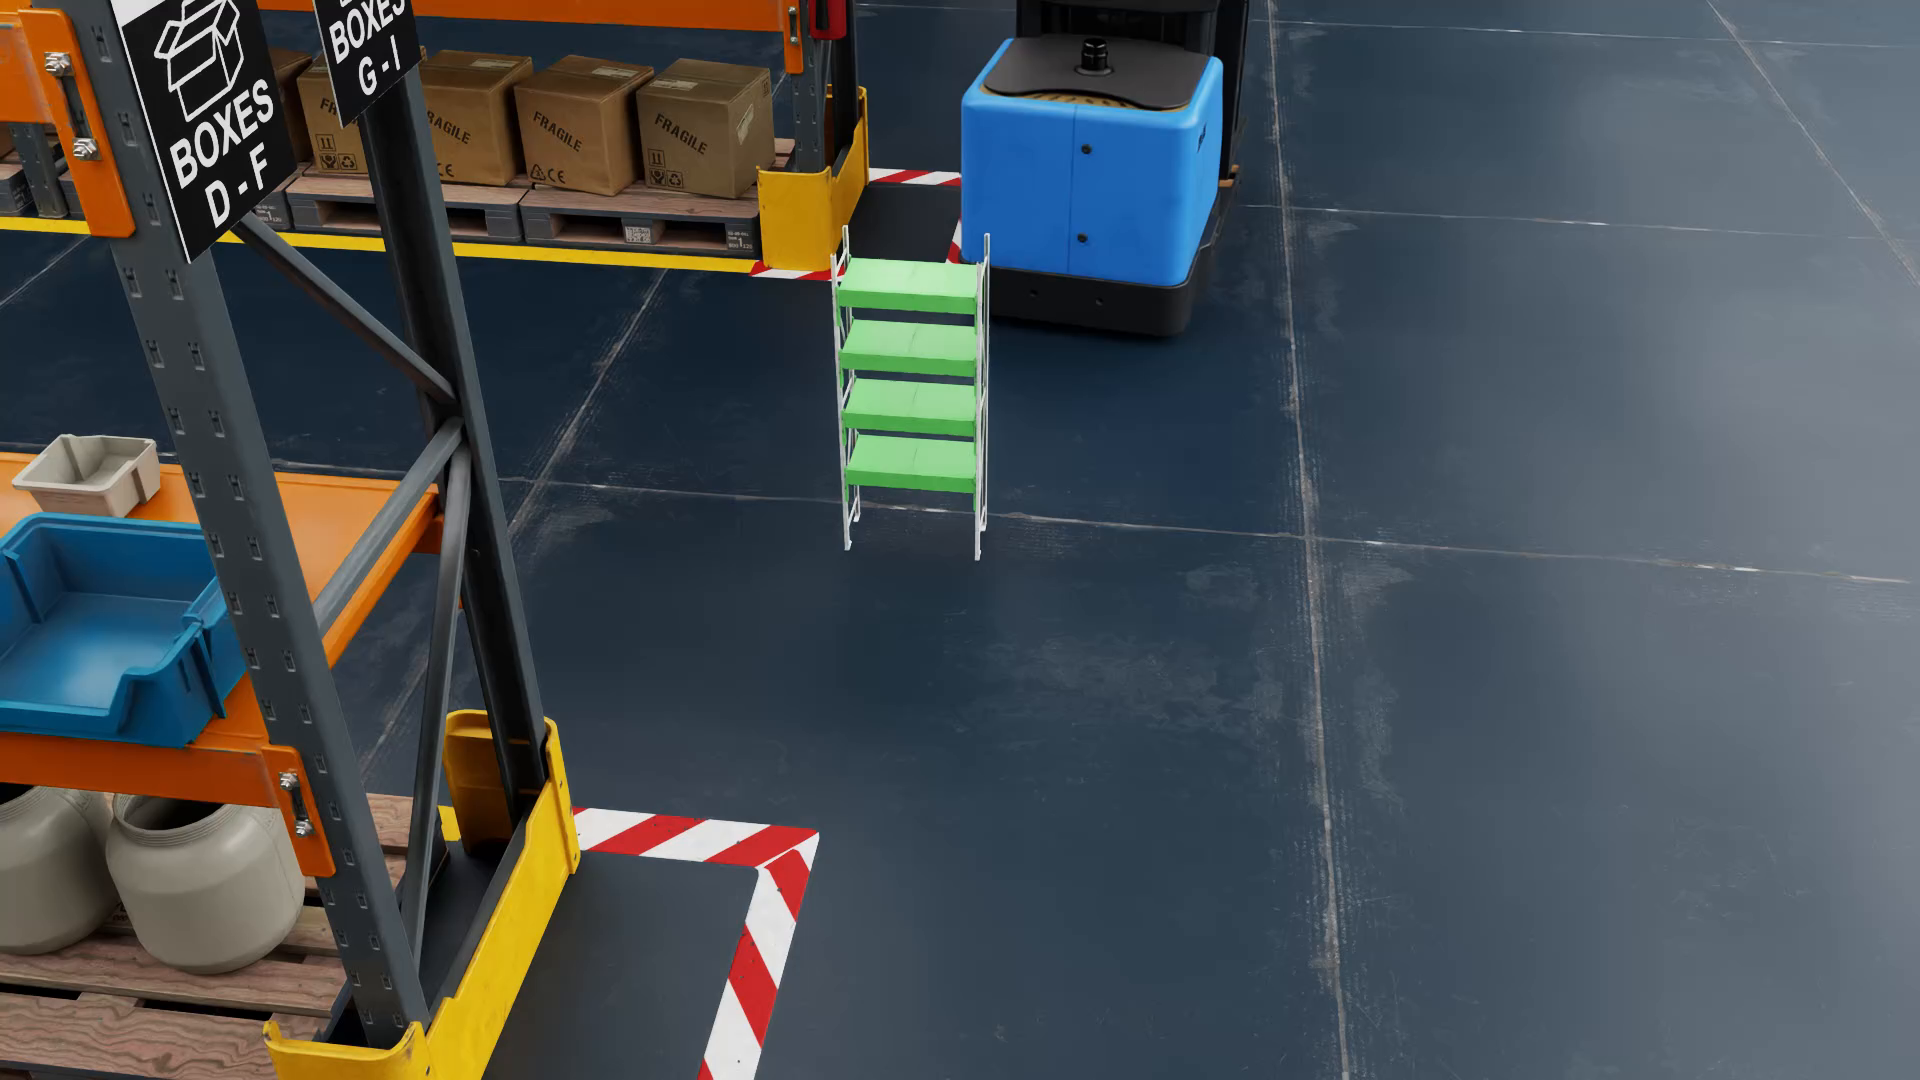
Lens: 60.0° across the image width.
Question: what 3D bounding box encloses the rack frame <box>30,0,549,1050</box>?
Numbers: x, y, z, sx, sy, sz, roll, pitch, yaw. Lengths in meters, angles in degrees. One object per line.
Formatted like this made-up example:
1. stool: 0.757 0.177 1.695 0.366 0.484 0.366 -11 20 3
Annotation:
1. rack frame: -1.282 -0.009 3.681 0.127 3.000 1.000 4 36 6

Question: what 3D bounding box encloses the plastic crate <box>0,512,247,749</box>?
1. plastic crate: -1.816 0.187 3.534 0.616 0.251 0.499 4 36 6

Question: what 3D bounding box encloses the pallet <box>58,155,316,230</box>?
1. pallet: -3.948 -1.995 8.863 1.213 0.211 1.003 4 36 6

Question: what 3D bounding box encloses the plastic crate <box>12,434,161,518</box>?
1. plastic crate: -2.128 -0.154 4.110 0.250 0.136 0.298 4 36 6

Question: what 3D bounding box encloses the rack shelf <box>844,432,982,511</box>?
1. rack shelf: -0.164 -0.253 6.095 0.480 0.148 0.258 4 36 6

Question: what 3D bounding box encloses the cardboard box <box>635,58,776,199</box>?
1. cardboard box: -1.268 -2.072 8.362 0.500 0.500 0.500 11 37 15

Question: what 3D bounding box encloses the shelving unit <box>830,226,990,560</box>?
1. shelving unit: -0.164 -0.501 5.919 0.503 1.200 0.258 4 36 6

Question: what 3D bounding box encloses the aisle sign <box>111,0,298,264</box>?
1. aisle sign: -1.248 -0.891 2.678 0.004 0.787 0.394 4 36 6

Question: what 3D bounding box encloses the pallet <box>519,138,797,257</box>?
1. pallet: -1.527 -1.814 8.610 1.213 0.211 1.003 4 36 6

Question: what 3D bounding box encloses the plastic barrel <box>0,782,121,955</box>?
1. plastic barrel: -2.441 0.791 4.340 0.421 0.512 0.421 0 36 0

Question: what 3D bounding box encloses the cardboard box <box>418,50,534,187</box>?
1. cardboard box: -2.484 -2.154 8.476 0.500 0.500 0.500 7 36 10

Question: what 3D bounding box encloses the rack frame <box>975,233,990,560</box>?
1. rack frame: 0.078 -0.483 5.893 0.015 1.200 0.240 4 36 6

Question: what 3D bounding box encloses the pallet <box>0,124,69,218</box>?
1. pallet: -5.391 -2.081 8.984 1.213 0.211 1.003 4 36 6

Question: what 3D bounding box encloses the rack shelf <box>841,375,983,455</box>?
1. rack shelf: -0.164 -0.449 5.956 0.480 0.148 0.258 4 36 6

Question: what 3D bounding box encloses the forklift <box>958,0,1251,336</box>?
1. forklift: 0.873 -2.955 7.867 1.130 2.935 3.031 9 36 12

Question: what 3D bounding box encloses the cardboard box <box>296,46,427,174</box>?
1. cardboard box: -3.032 -2.221 8.570 0.500 0.500 0.500 1 36 2

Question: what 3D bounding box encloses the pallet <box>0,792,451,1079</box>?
1. pallet: -2.168 1.084 4.549 1.213 0.211 1.003 4 36 6

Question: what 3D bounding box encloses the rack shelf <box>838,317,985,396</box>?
1. rack shelf: -0.164 -0.644 5.816 0.480 0.148 0.258 4 36 6

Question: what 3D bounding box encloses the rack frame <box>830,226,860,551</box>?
1. rack frame: -0.406 -0.519 5.944 0.015 1.200 0.240 4 36 6

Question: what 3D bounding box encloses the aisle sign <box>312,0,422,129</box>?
1. aisle sign: -1.173 -1.231 3.155 0.004 0.787 0.394 4 36 6

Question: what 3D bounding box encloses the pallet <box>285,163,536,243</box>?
1. pallet: -2.734 -1.906 8.739 1.213 0.211 1.003 4 36 6

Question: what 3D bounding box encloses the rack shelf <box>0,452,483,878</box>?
1. rack shelf: -3.265 0.136 4.097 4.000 0.370 1.077 4 36 6

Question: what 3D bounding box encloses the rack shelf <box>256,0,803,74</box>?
1. rack shelf: -2.634 -2.718 8.096 4.000 0.370 1.077 4 36 6

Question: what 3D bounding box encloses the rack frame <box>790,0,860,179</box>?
1. rack frame: -0.651 -2.863 7.680 0.127 3.000 1.000 4 36 6

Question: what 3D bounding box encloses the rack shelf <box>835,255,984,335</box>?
1. rack shelf: -0.164 -0.839 5.677 0.480 0.148 0.258 4 36 6

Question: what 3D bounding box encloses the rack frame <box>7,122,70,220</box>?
1. rack frame: -4.618 -3.159 8.094 0.127 3.000 1.000 4 36 6

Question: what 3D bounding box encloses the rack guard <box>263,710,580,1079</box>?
1. rack guard: -1.363 1.030 4.377 0.348 0.500 1.175 4 36 6

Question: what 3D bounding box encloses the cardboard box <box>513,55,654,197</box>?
1. cardboard box: -1.865 -2.097 8.396 0.500 0.500 0.500 14 38 18

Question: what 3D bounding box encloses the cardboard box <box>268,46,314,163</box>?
1. cardboard box: -3.657 -2.222 8.571 0.500 0.500 0.500 16 38 21

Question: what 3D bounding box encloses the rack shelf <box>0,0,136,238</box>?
1. rack shelf: -3.265 -1.085 3.226 4.000 0.370 1.077 4 36 6

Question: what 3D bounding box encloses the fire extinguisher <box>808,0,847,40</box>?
1. fire extinguisher: -0.596 -2.558 7.318 0.183 0.674 0.296 4 36 6

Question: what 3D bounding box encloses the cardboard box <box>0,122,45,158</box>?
1. cardboard box: -5.224 -2.379 8.774 0.500 0.500 0.700 2 36 2

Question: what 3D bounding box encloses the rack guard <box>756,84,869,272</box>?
1. rack guard: -0.726 -1.851 8.414 0.348 0.500 1.175 4 36 6

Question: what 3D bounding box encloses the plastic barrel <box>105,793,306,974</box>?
1. plastic barrel: -1.944 0.828 4.288 0.421 0.512 0.421 0 36 0
